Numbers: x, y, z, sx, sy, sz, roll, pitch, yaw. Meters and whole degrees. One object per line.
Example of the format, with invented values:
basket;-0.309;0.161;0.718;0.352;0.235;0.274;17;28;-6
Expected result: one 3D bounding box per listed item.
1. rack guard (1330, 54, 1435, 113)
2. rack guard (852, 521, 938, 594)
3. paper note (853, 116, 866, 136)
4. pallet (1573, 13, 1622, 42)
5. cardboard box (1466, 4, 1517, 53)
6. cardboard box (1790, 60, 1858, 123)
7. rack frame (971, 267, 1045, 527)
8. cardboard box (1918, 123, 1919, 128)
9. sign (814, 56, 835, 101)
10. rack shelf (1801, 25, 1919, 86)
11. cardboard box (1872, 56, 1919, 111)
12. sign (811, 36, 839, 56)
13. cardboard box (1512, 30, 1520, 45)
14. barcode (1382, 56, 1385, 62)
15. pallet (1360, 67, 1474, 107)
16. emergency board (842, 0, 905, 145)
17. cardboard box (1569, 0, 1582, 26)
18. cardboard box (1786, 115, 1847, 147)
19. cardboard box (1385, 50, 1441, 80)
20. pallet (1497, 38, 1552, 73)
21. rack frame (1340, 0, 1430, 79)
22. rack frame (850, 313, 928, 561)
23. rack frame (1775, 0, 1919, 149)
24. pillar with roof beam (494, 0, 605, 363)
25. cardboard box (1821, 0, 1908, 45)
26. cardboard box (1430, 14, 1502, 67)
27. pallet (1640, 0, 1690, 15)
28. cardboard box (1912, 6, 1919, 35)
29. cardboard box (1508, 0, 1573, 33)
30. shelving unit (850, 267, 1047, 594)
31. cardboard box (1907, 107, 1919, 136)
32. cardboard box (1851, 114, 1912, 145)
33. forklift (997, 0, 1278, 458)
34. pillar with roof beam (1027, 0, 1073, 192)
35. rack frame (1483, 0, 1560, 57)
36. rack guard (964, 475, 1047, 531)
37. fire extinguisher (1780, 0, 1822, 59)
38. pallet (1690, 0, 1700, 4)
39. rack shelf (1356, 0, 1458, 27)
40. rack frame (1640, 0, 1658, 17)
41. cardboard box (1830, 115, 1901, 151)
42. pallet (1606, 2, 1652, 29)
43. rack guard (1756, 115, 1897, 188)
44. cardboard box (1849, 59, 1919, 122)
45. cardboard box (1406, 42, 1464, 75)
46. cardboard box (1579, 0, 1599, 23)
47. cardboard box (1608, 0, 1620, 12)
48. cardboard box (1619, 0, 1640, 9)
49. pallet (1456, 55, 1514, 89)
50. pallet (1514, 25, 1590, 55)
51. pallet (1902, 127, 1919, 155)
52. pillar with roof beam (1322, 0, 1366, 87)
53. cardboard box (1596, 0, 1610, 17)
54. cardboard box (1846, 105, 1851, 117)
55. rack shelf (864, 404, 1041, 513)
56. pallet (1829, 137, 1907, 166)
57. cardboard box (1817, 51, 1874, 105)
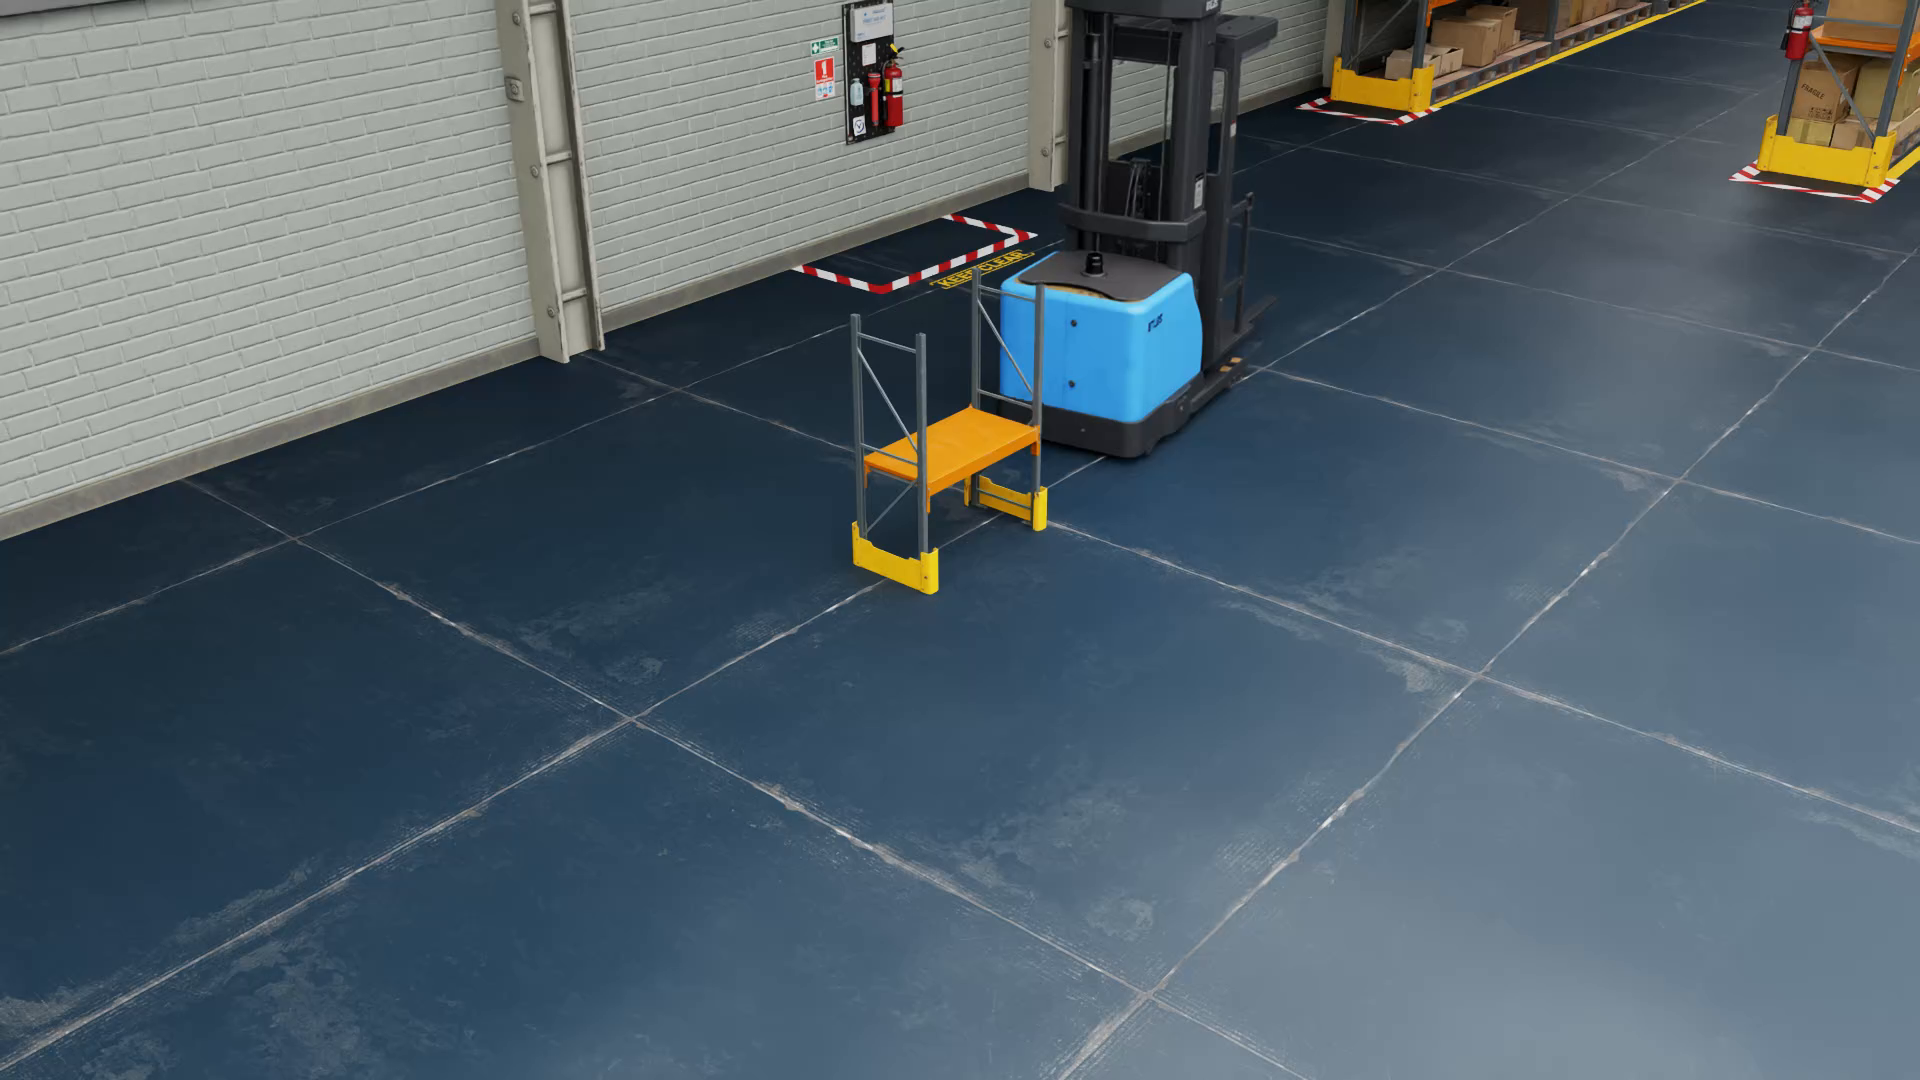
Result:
rack guard;4.988;-5.419;19.682;1.175;0.500;0.348;21;34;34
rack guard;-0.365;0.093;9.299;0.587;0.250;0.087;21;34;34
paper note;-0.866;-3.578;14.360;0.016;0.148;0.142;21;34;34
pallet;8.754;-7.393;23.812;1.003;0.211;1.213;21;34;34
cardboard box;6.855;-6.626;21.536;0.500;0.500;0.500;18;32;31
cardboard box;8.876;-4.632;17.158;0.500;0.500;0.500;21;34;34
rack frame;0.269;-0.816;9.695;0.500;1.500;0.032;21;34;34
cardboard box;10.233;-4.678;18.064;0.500;0.250;0.500;21;34;34
sign;-1.131;-3.861;13.911;0.001;0.329;0.234;21;34;34
rack shelf;10.037;-5.446;17.795;1.077;0.370;4.000;21;34;34
cardboard box;9.902;-4.839;17.558;0.500;0.500;0.500;21;34;34
sign;-1.121;-4.096;13.787;0.001;0.109;0.331;21;34;34
cardboard box;7.167;-6.659;21.963;0.380;0.166;0.250;16;31;28
barcode;5.152;-5.850;20.232;0.001;0.075;0.075;21;34;34
pallet;5.532;-5.569;20.285;1.003;0.211;1.213;21;34;34
emergency board;-0.700;-4.011;14.240;0.194;1.169;0.643;21;34;34
cardboard box;8.230;-7.470;23.166;0.700;0.500;0.500;20;33;33
cardboard box;8.878;-4.298;17.329;0.500;0.250;0.500;21;34;34
cardboard box;5.450;-5.723;19.995;0.500;0.311;0.500;17;32;29
pallet;7.084;-6.434;21.957;1.003;0.211;1.213;21;34;34
rack frame;4.940;-6.503;19.055;1.000;3.000;0.127;21;34;34
rack frame;-0.378;-0.456;8.999;0.500;1.500;0.032;21;34;34
rack frame;8.765;-5.056;16.259;1.000;3.000;0.127;21;34;34
pillar with roof beam;0.407;-4.155;7.989;9.100;9.000;0.400;21;34;34
cardboard box;9.072;-5.262;16.549;0.700;0.500;0.500;21;34;34
cardboard box;6.317;-6.254;20.817;0.700;0.500;0.500;18;33;31
pallet;10.588;-8.358;25.677;1.003;0.211;1.213;21;34;34
cardboard box;9.402;-5.450;16.912;0.700;0.500;0.500;22;34;36
cardboard box;7.940;-7.272;22.784;0.700;0.500;0.500;22;35;36
shelving unit;-0.048;-0.639;9.353;0.587;1.500;1.083;21;34;34
cardboard box;9.911;-4.502;17.724;0.500;0.250;0.500;21;34;34
cardboard box;9.593;-4.325;17.381;0.500;0.250;0.500;21;34;34
forklift;1.415;-2.468;11.330;1.130;2.935;3.031;15;31;26
pillar with roof beam;4.223;-6.283;12.101;9.100;9.000;0.400;21;34;34
rack frame;7.484;-7.921;21.797;1.000;3.000;0.127;21;34;34
rack guard;0.268;-0.261;9.982;0.587;0.250;0.087;21;34;34
fire extinguisher;8.331;-5.116;16.459;0.296;0.674;0.183;21;34;34
pallet;11.364;-8.789;26.509;1.003;0.211;1.213;21;34;34
rack shelf;6.212;-6.892;20.591;1.077;0.370;4.000;21;34;34
rack frame;10.029;-9.339;24.538;1.000;3.000;0.127;21;34;34
cardboard box;9.278;-4.147;17.036;0.500;0.250;0.500;21;34;34
pallet;9.530;-7.824;24.644;1.003;0.211;1.213;21;34;34
rack guard;8.750;-3.938;16.817;1.175;0.500;0.348;21;34;34
cardboard box;9.594;-4.658;17.208;0.500;0.500;0.500;21;34;34
cardboard box;5.812;-5.925;20.386;0.500;0.311;0.500;24;36;38
cardboard box;8.585;-7.639;23.493;0.700;0.500;0.500;21;34;35
cardboard box;9.193;-8.005;24.201;0.700;0.500;0.500;21;34;34
cardboard box;9.611;-8.154;24.489;0.700;0.500;0.500;21;34;35
pallet;6.309;-5.999;21.117;1.003;0.211;1.213;21;34;34
pallet;7.978;-6.959;22.972;1.003;0.211;1.213;21;34;34
pallet;9.995;-4.532;18.280;1.003;0.211;1.213;21;34;34
pillar with roof beam;8.040;-8.410;16.213;9.100;9.000;0.400;21;34;34
cardboard box;8.899;-7.821;23.845;0.700;0.500;0.500;21;34;34
cardboard box;9.187;-4.479;17.679;0.500;0.250;0.500;21;34;34
rack shelf;-0.054;-0.476;9.430;0.538;0.185;1.000;21;34;34
pallet;9.219;-4.101;17.448;1.003;0.211;1.213;21;34;34
cardboard box;9.501;-4.991;17.852;0.500;0.500;0.500;21;34;34
